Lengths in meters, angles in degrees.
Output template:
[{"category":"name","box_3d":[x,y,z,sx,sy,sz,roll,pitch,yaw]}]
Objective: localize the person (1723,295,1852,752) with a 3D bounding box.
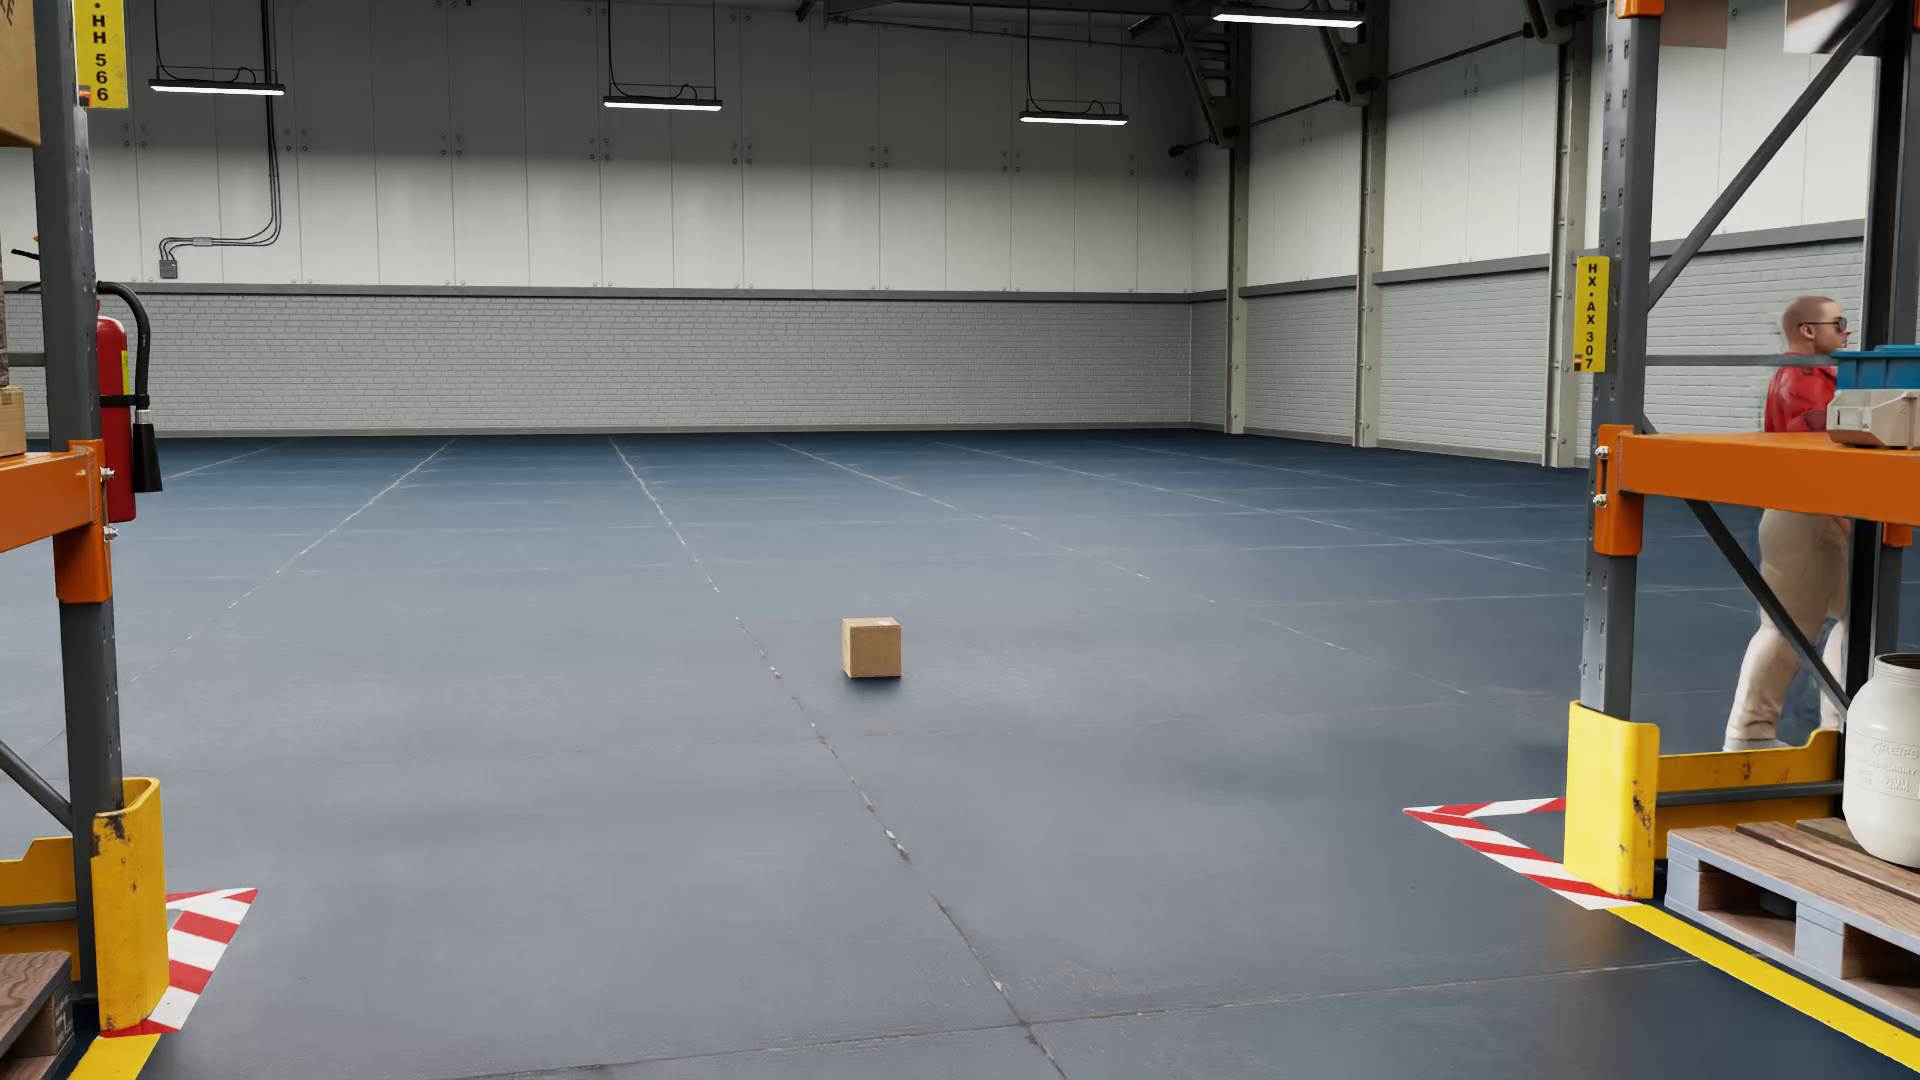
[{"category":"person","box_3d":[3.123,0.022,6.050,0.566,1.807,0.589,3,7,25]}]
